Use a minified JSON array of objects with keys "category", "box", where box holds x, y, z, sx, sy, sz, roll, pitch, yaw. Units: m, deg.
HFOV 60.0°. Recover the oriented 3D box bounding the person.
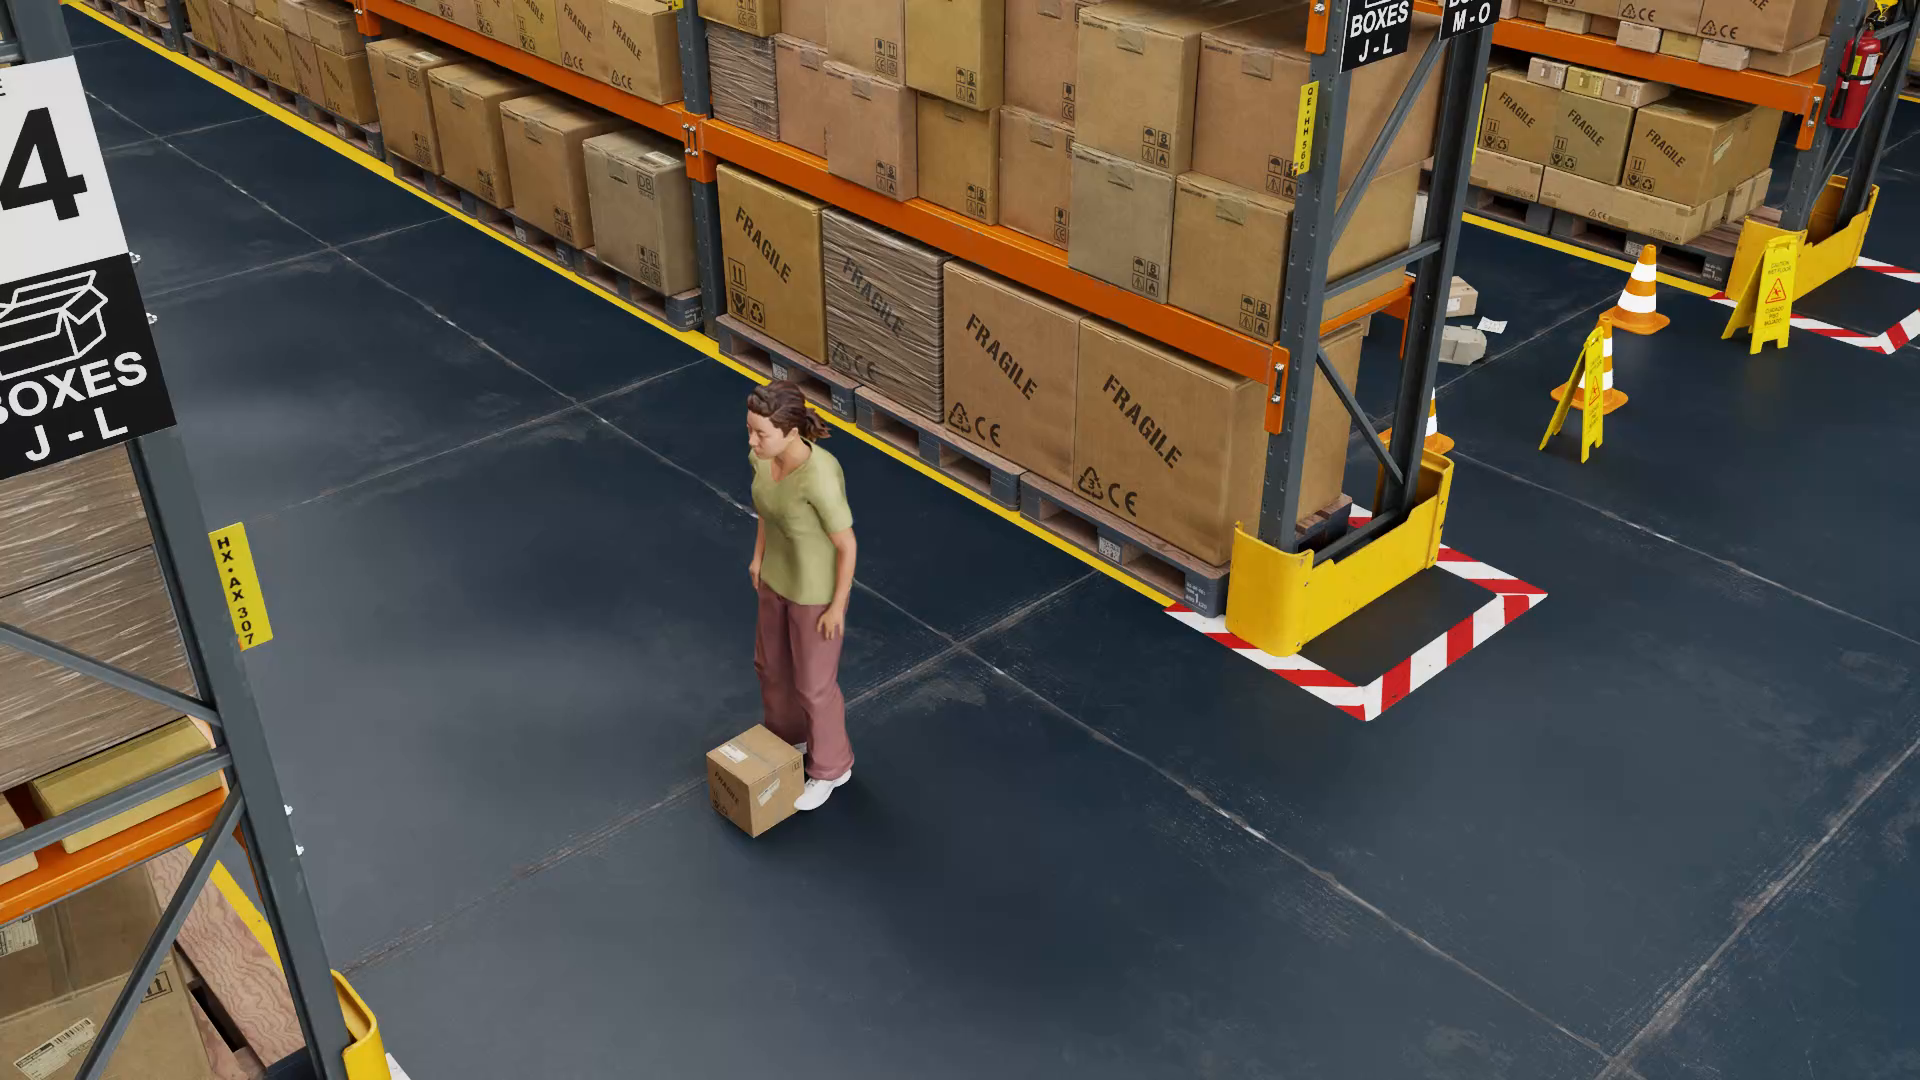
[{"category":"person","box":[-0.573,0.178,5.850,0.359,1.673,0.499,-26,40,-35]}]
